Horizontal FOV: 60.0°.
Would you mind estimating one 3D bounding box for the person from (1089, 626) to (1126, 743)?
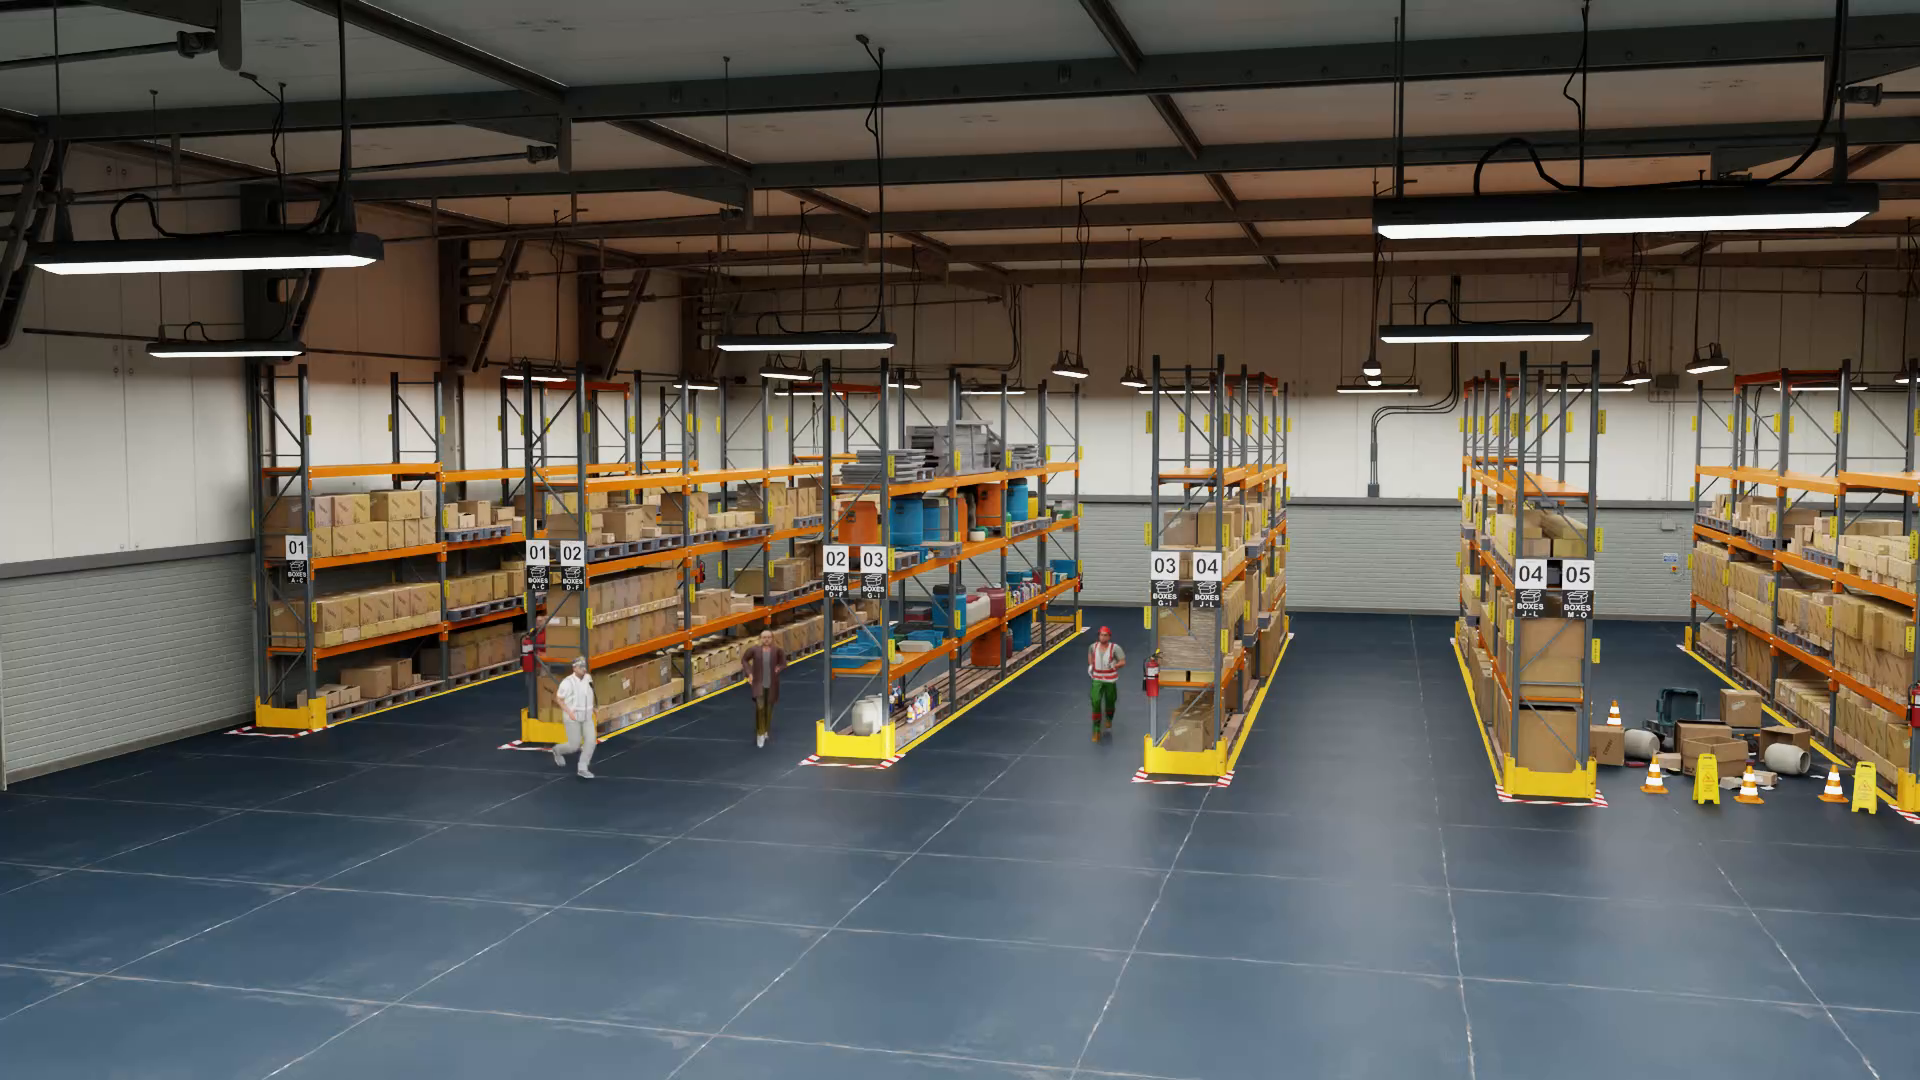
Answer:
[{"bbox_3d":[2.347,2.286,26.616,0.622,1.836,1.011,1,4,10],"label":"person"}]

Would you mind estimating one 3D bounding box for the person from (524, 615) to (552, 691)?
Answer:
[{"bbox_3d":[-7.345,2.158,28.947,0.640,1.685,0.611,0,4,6],"label":"person"}]

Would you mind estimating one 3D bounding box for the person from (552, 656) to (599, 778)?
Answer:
[{"bbox_3d":[-5.483,2.506,23.726,0.754,1.740,0.654,4,5,42],"label":"person"}]

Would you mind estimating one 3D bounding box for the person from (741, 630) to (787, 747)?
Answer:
[{"bbox_3d":[-3.059,2.330,26.080,0.665,1.837,0.829,-1,4,-17],"label":"person"}]
